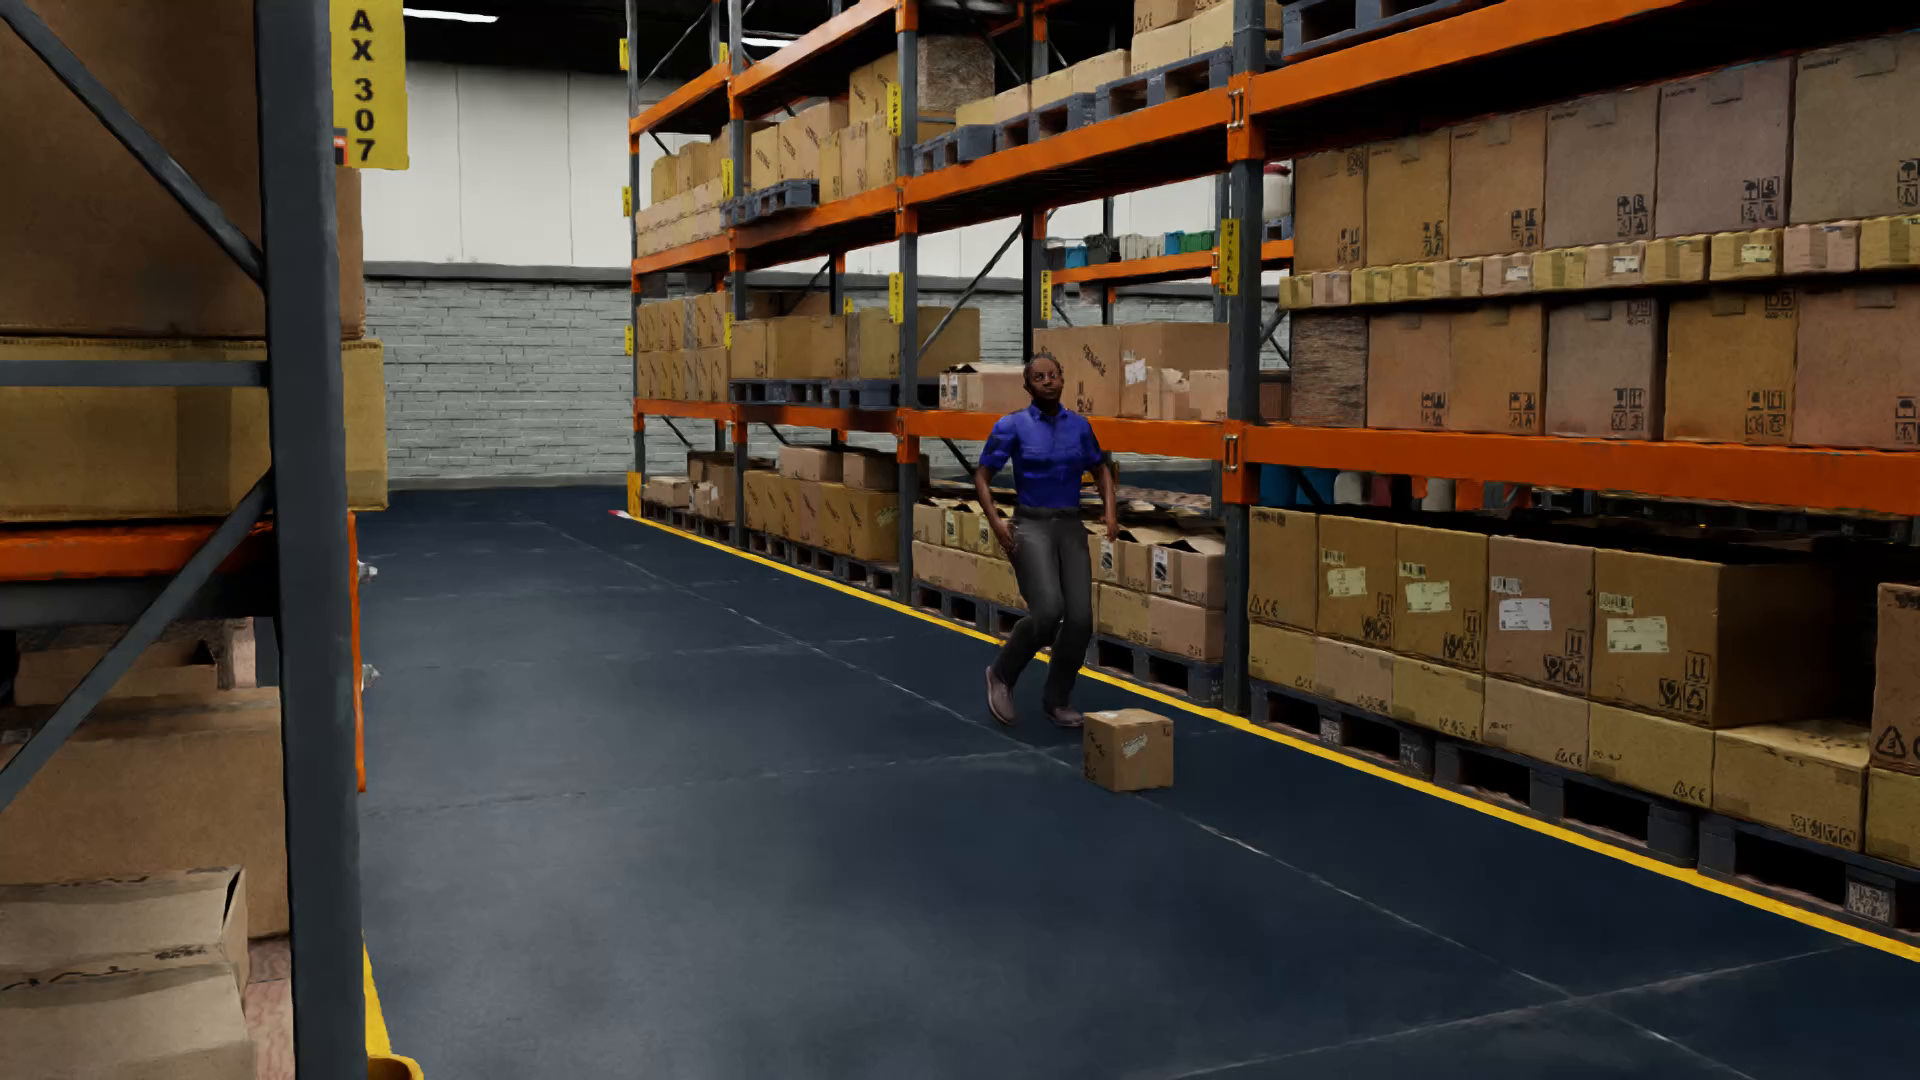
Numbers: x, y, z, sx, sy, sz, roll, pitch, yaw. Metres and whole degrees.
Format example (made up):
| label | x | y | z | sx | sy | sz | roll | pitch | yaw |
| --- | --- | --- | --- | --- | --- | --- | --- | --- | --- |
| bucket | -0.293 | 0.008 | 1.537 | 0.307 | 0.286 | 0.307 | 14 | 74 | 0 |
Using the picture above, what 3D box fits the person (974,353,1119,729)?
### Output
| label | x | y | z | sx | sy | sz | roll | pitch | yaw |
| --- | --- | --- | --- | --- | --- | --- | --- | --- | --- |
| person | 0.420 | 0.006 | 7.199 | 0.625 | 1.626 | 0.472 | -3 | 6 | -29 |
